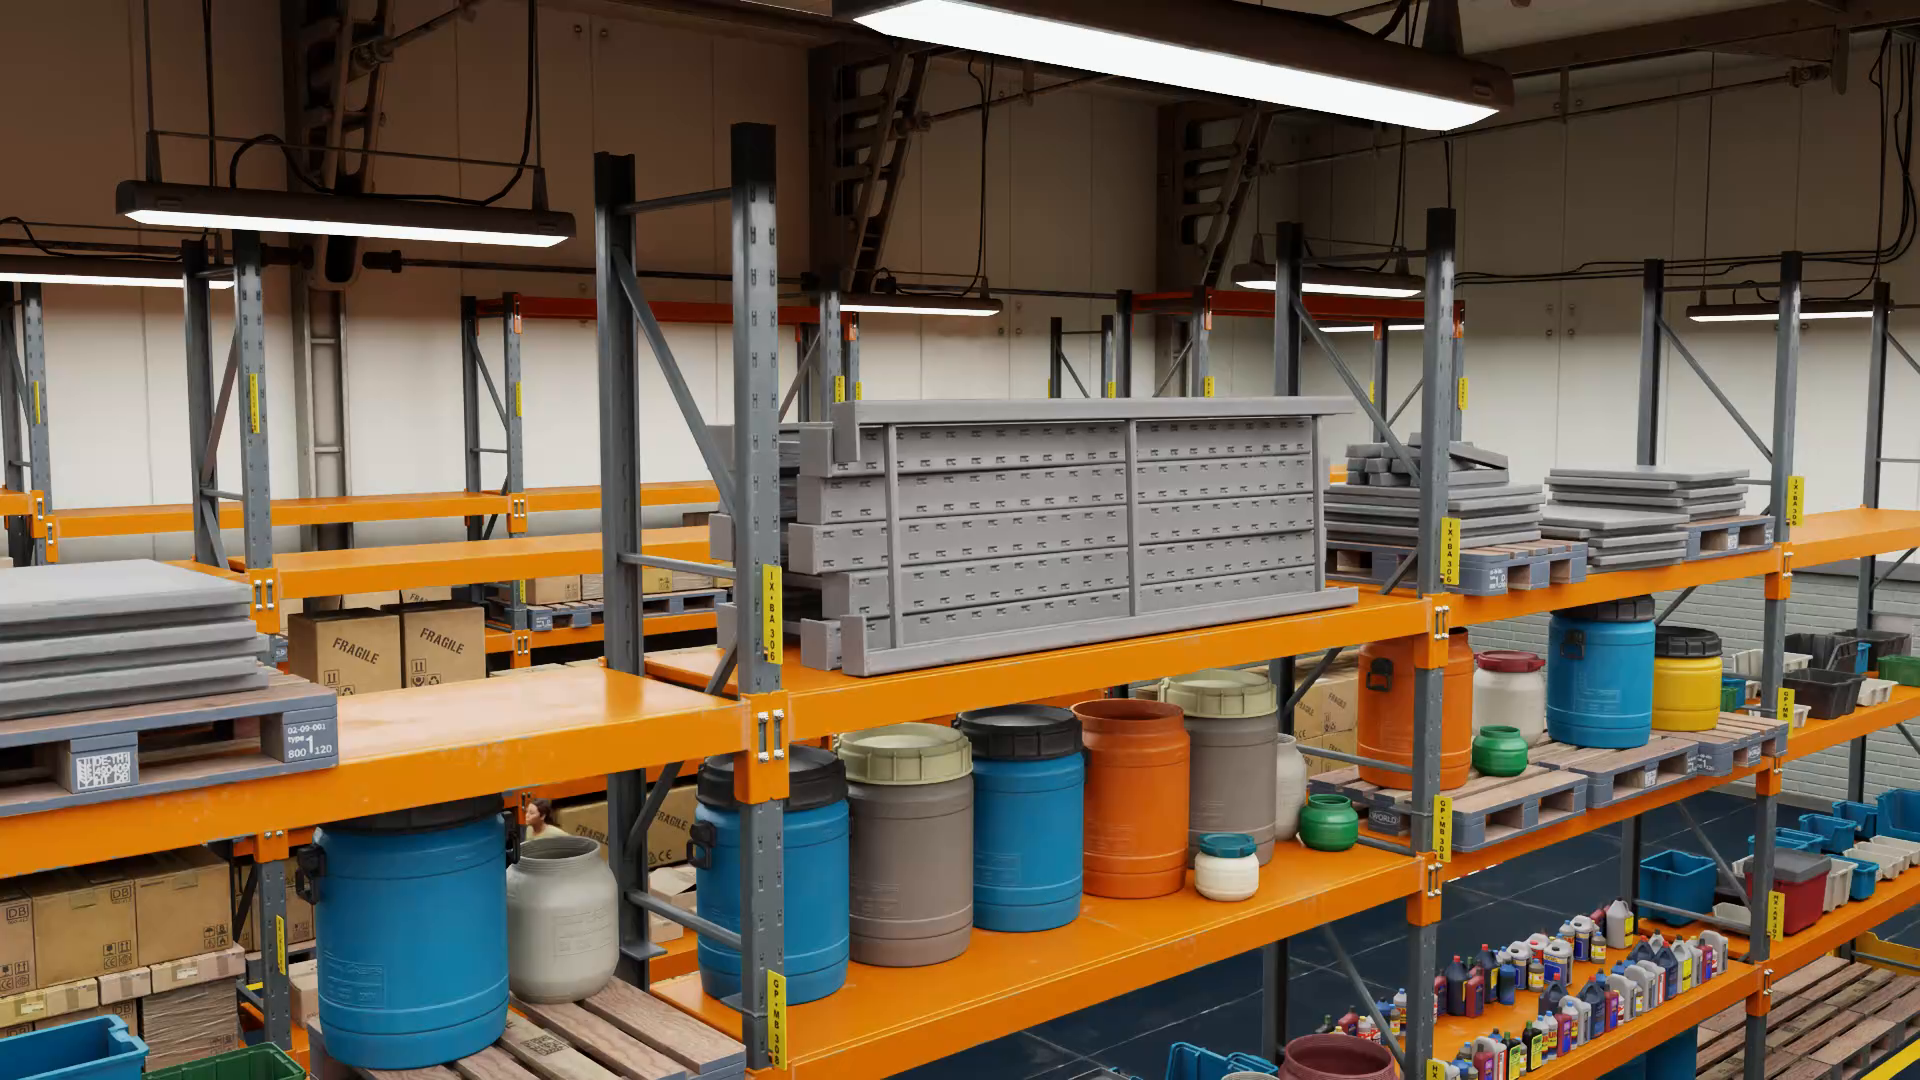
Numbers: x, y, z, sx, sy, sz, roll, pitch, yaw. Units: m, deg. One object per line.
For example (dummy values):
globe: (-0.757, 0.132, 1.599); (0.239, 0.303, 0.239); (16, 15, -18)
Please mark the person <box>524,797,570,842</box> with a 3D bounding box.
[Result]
person: (-3.531, 3.003, 14.282); (0.603, 1.659, 0.906); (5, 7, 40)
